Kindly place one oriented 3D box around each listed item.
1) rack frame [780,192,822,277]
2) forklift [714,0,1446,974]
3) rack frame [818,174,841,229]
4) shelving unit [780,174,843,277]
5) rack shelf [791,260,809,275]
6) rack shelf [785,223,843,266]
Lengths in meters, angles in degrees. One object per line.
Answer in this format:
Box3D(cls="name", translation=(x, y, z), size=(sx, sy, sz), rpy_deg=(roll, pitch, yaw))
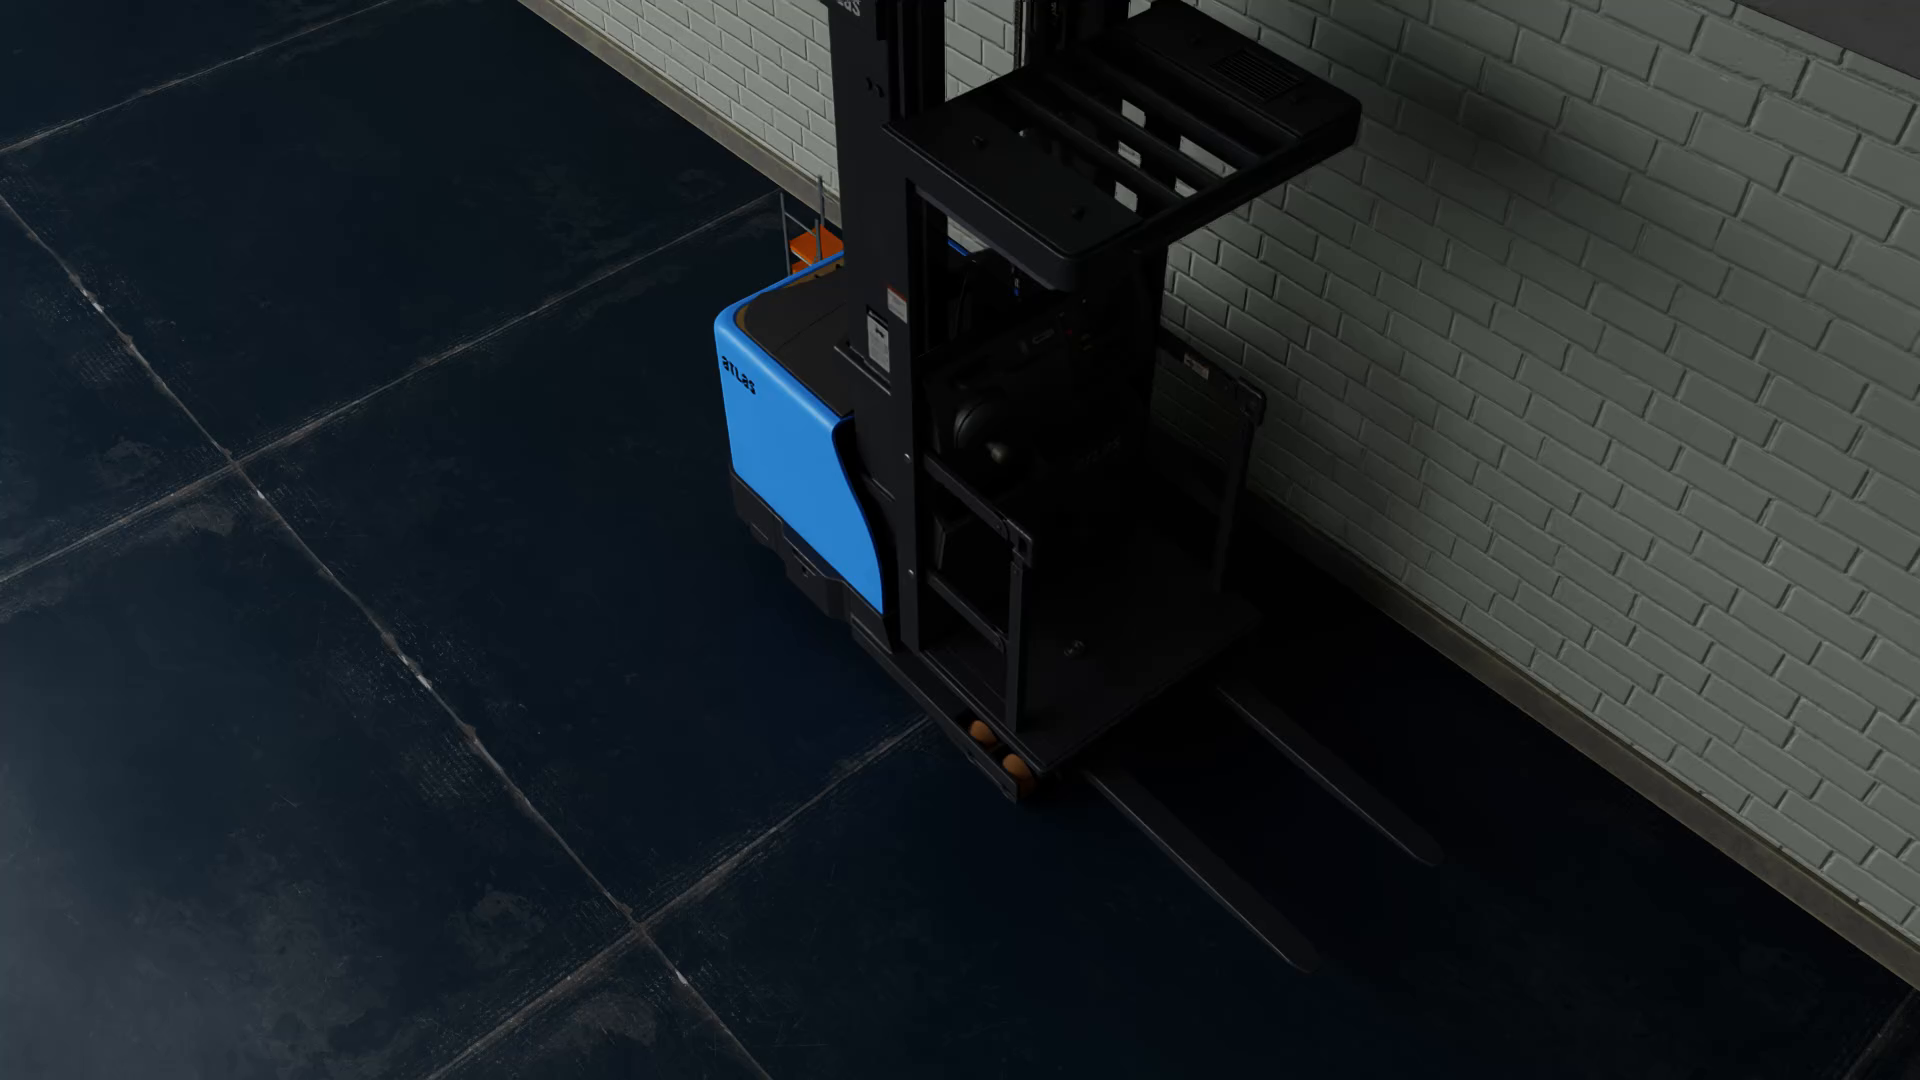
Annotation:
Box3D(cls="rack frame", translation=(-0.613, -0.866, 6.786), size=(0.006, 1.200, 0.240), rpy_deg=(-32, 55, -26))
Box3D(cls="forklift", translation=(0.399, -0.488, 5.259), size=(1.130, 2.935, 3.031), rpy_deg=(-31, 55, -26))
Box3D(cls="rack frame", translation=(-0.475, -0.954, 6.867), size=(0.006, 1.200, 0.240), rpy_deg=(-32, 55, -26))
Box3D(cls="shelving unit", translation=(-0.544, -0.910, 6.826), size=(0.189, 1.200, 0.258), rpy_deg=(-32, 55, -26))
Box3D(cls="rack shelf", translation=(-0.544, -1.042, 6.683), size=(0.180, 0.103, 0.258), rpy_deg=(-32, 55, -26))
Box3D(cls="rack shelf", translation=(-0.544, -1.124, 6.594), size=(0.180, 0.103, 0.258), rpy_deg=(-32, 55, -26))
